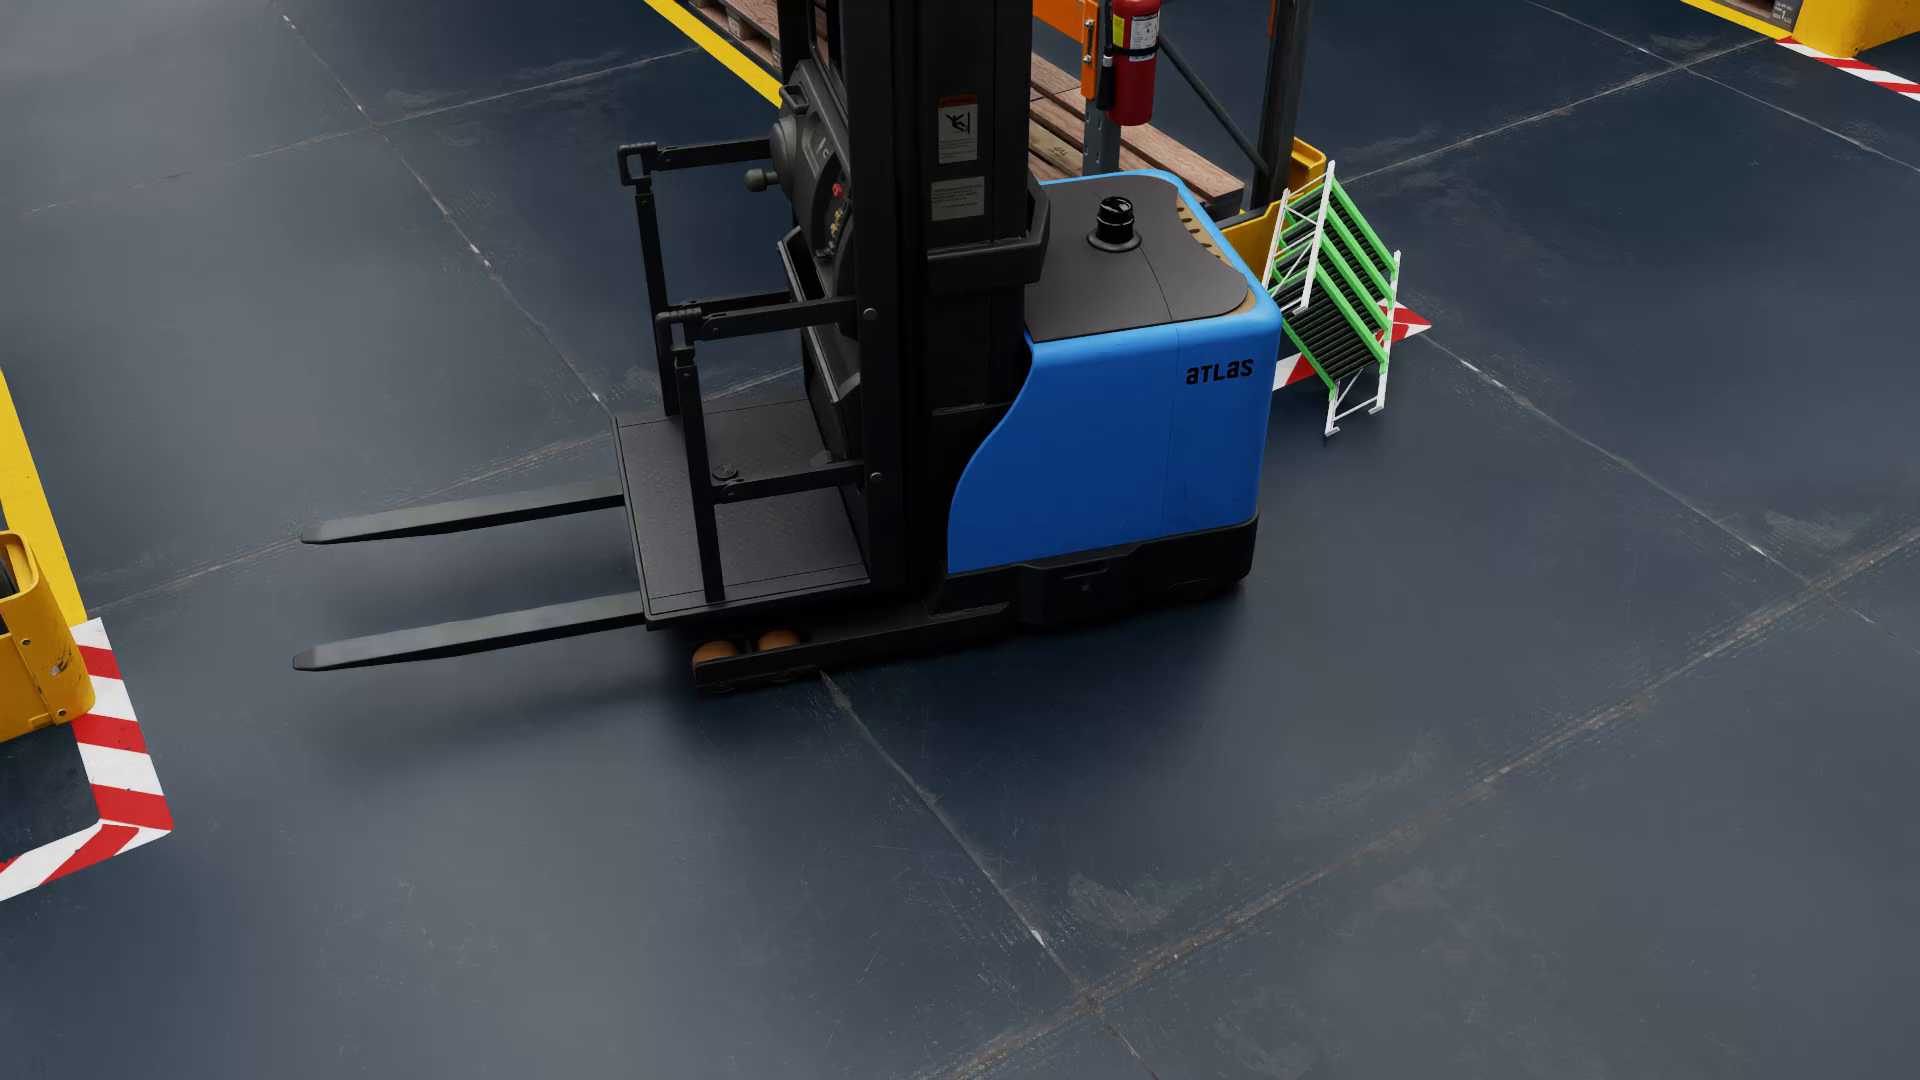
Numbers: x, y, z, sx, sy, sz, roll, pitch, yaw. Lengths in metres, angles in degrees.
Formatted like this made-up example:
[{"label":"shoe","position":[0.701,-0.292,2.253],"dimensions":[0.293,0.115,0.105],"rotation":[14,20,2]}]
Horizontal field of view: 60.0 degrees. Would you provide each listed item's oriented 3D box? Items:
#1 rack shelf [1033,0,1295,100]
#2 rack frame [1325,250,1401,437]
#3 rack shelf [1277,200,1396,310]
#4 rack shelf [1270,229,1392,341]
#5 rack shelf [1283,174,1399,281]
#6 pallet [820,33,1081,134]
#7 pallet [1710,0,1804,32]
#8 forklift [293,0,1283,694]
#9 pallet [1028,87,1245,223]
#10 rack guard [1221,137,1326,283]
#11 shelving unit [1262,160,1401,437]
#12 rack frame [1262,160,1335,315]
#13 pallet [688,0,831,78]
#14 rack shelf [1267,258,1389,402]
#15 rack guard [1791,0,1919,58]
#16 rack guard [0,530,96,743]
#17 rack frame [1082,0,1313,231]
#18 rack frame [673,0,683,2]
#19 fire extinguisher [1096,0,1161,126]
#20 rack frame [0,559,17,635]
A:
[{"label":"rack shelf","position":[-0.148,-3.042,7.619],"dimensions":[1.077,0.370,4.000],"rotation":[-22,45,-24]},{"label":"rack frame","position":[1.595,-0.796,6.548],"dimensions":[0.240,0.015,1.200],"rotation":[-29,24,34]},{"label":"rack shelf","position":[1.484,-1.071,6.599],"dimensions":[0.258,0.480,0.148],"rotation":[-29,24,34]},{"label":"rack shelf","position":[1.424,-0.927,6.417],"dimensions":[0.258,0.480,0.148],"rotation":[-29,24,34]},{"label":"rack shelf","position":[1.545,-1.215,6.781],"dimensions":[0.258,0.480,0.148],"rotation":[-29,24,34]},{"label":"pallet","position":[-0.135,-2.284,8.325],"dimensions":[1.003,0.211,1.213],"rotation":[-22,45,-24]},{"label":"pallet","position":[4.635,-3.341,9.595],"dimensions":[1.003,0.211,1.213],"rotation":[-22,45,-24]},{"label":"forklift","position":[-0.603,-1.025,4.690],"dimensions":[3.031,2.935,1.130],"rotation":[-10,41,-11]},{"label":"pallet","position":[0.517,-1.626,7.536],"dimensions":[1.003,0.211,1.213],"rotation":[-22,45,-24]},{"label":"rack guard","position":[0.951,-1.270,6.883],"dimensions":[1.175,0.500,0.348],"rotation":[-22,45,-24]},{"label":"shelving unit","position":[1.440,-0.965,6.465],"dimensions":[0.258,0.503,1.200],"rotation":[-29,24,34]},{"label":"rack frame","position":[1.285,-1.135,6.383],"dimensions":[0.240,0.015,1.200],"rotation":[-29,24,34]},{"label":"pallet","position":[-0.795,-2.943,9.117],"dimensions":[1.003,0.211,1.213],"rotation":[-22,45,-24]},{"label":"rack shelf","position":[1.363,-0.783,6.235],"dimensions":[0.258,0.480,0.148],"rotation":[-29,24,34]},{"label":"rack guard","position":[5.065,-3.022,8.986],"dimensions":[1.175,0.500,0.348],"rotation":[-22,45,-24]},{"label":"rack guard","position":[-3.236,0.440,4.832],"dimensions":[1.175,0.500,0.348],"rotation":[-22,45,-24]},{"label":"rack frame","position":[0.927,-2.238,6.093],"dimensions":[1.000,3.000,0.127],"rotation":[-22,45,-24]},{"label":"rack frame","position":[-1.224,-4.397,8.684],"dimensions":[1.000,3.000,0.127],"rotation":[-22,45,-24]},{"label":"fire extinguisher","position":[0.625,-1.828,5.952],"dimensions":[0.296,0.674,0.183],"rotation":[-22,45,-24]},{"label":"rack frame","position":[-3.249,-0.534,4.047],"dimensions":[1.000,3.000,0.127],"rotation":[-22,45,-24]}]
